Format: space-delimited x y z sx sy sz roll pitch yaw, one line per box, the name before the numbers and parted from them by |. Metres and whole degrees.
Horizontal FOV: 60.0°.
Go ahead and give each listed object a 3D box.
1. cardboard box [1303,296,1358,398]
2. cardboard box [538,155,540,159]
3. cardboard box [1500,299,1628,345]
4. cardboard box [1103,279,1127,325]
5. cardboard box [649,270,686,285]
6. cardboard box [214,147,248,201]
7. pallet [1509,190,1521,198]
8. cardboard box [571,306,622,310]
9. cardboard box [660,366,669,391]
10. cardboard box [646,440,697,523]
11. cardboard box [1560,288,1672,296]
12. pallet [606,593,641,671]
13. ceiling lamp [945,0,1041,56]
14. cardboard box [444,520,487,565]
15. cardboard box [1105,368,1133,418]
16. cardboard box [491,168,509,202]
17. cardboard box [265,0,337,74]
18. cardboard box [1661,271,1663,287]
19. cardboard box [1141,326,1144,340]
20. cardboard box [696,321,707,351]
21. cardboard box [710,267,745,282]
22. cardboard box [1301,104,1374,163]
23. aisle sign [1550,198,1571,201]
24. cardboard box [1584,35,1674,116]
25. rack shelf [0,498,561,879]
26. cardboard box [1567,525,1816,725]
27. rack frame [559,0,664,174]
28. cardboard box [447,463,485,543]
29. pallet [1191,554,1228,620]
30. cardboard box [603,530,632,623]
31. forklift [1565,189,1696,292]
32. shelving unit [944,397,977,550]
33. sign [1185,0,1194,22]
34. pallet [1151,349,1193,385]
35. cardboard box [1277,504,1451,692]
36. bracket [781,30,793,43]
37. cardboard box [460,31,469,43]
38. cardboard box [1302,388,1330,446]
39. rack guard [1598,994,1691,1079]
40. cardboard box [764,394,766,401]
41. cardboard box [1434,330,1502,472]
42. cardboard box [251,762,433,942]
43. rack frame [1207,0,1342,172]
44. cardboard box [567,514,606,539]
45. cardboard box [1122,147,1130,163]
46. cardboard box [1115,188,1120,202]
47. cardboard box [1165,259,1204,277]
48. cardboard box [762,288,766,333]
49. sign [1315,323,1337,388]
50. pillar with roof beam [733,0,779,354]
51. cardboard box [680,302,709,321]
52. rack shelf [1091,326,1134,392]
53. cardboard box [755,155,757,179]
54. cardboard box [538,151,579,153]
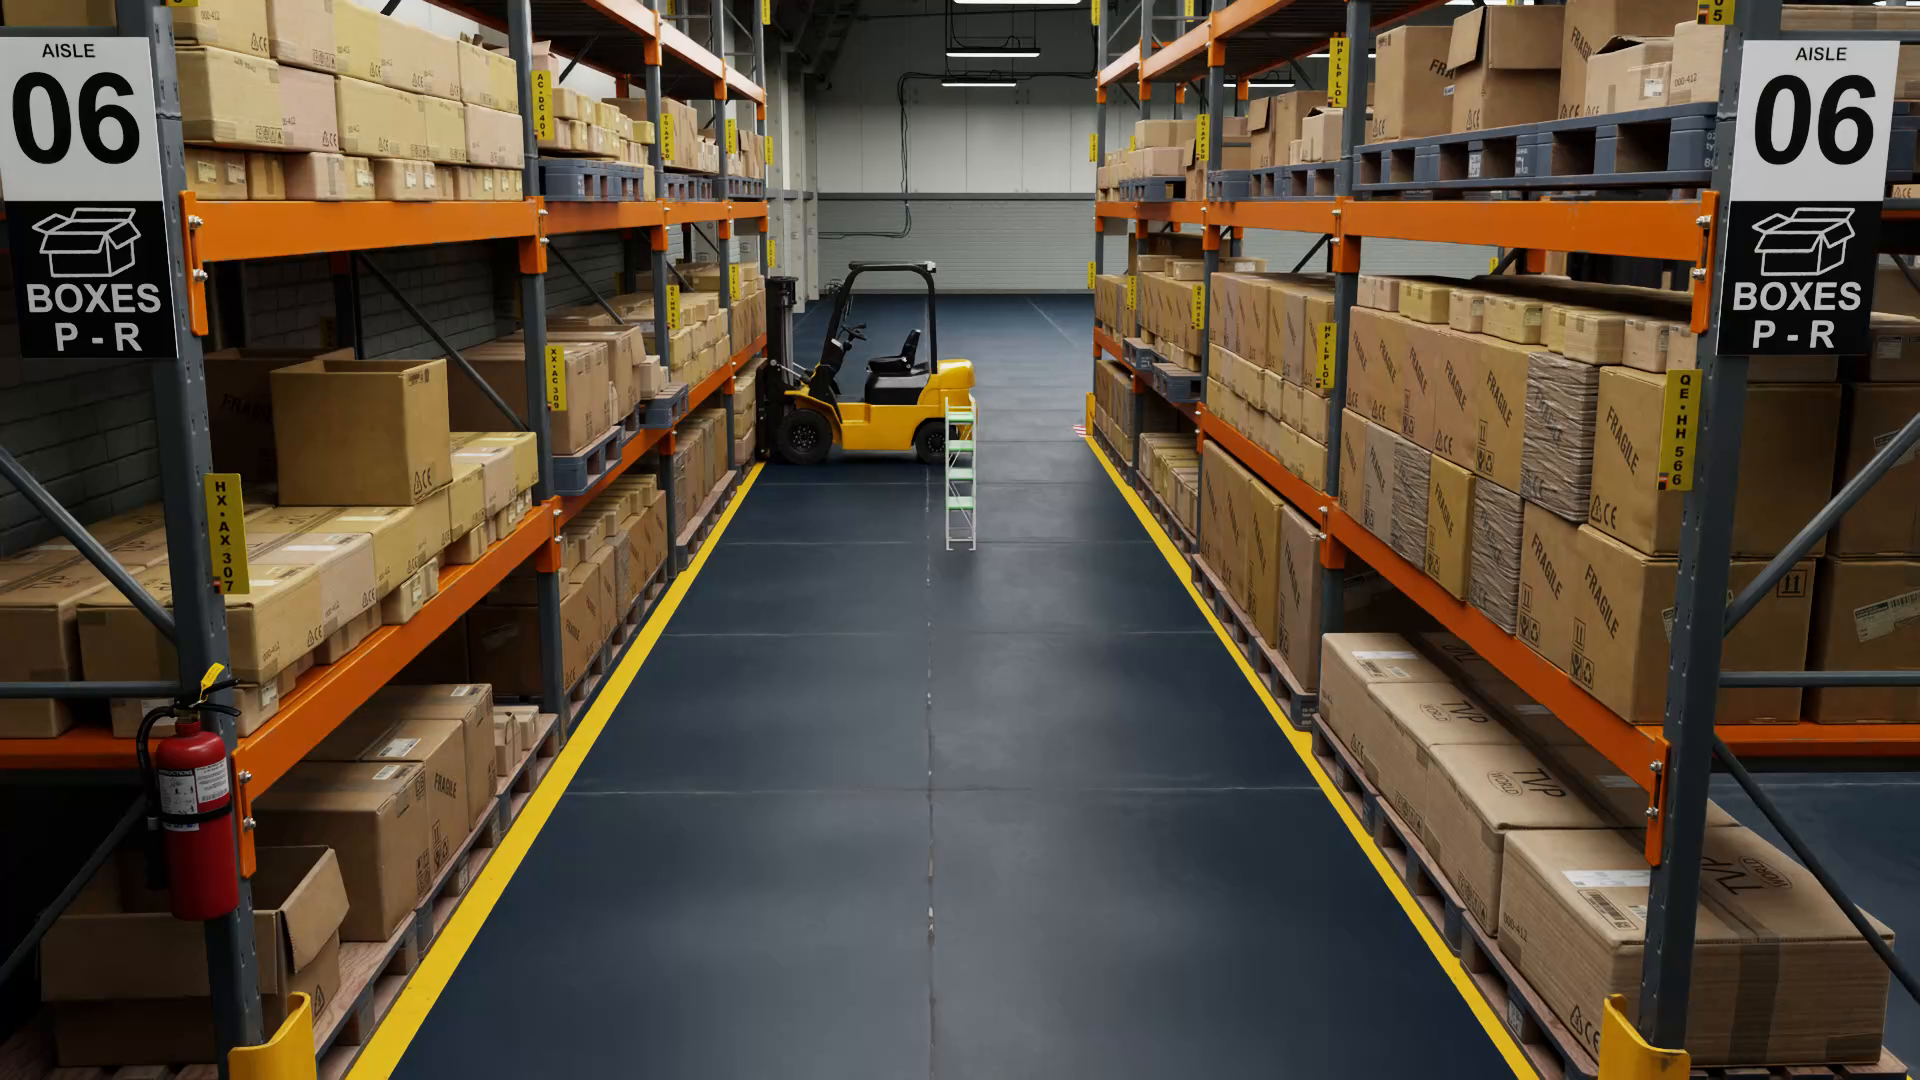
cardboard box | 2.130 -1.031 8.831 0.500 0.500 0.500 0 11 1
cardboard box | -2.943 -2.545 10.889 0.380 0.149 0.250 0 11 -2
cardboard box | 2.184 -0.790 6.011 0.380 0.149 0.250 0 11 0
cardboard box | 1.901 -2.685 18.750 0.500 0.500 0.500 0 11 -2
cardboard box | -3.082 -2.752 17.449 0.380 0.149 0.250 0 11 -2
cardboard box | -2.295 -1.051 4.784 0.380 0.149 0.250 0 11 0
pallet | 7.115 -4.109 19.449 1.003 0.211 1.213 0 11 -1
cardboard box | -3.016 -1.862 13.812 0.380 0.149 0.250 0 11 -2
cardboard box | -2.257 -1.132 11.670 0.380 0.149 0.250 0 11 0
cardboard box | -2.675 -0.474 13.769 0.875 0.625 0.625 0 11 1
cardboard box | 2.678 -0.947 6.785 0.380 0.149 0.250 0 11 -2
pallet | -2.655 0.579 10.675 1.003 0.211 1.213 0 11 -1
ceiling lamp | 0.690 -11.831 35.063 2.000 3.185 0.800 0 11 -1
cardboard box | -2.245 0.008 7.105 0.380 0.149 0.250 0 11 -2
cardboard box | 1.901 -1.646 18.600 0.500 0.500 0.500 0 11 0
cardboard box | -2.267 -1.611 7.544 0.380 0.149 0.250 0 11 -1
cardboard box | -2.239 -1.566 5.060 0.500 0.250 0.500 0 11 -2
cardboard box | 7.199 -2.711 16.786 0.875 0.550 0.550 0 11 -1
cardboard box | 1.921 -1.966 15.782 0.380 0.149 0.250 0 11 0
cardboard box | -2.457 -1.744 14.232 0.500 0.250 0.500 0 11 0
cardboard box | -2.564 -2.906 18.208 0.380 0.149 0.250 0 11 0
cardboard box | 2.162 -2.211 9.036 0.500 0.311 0.500 0 11 -1
aisle sign | 7.388 -4.120 20.282 0.394 0.787 0.004 0 11 -1
cardboard box | 2.492 -1.588 5.715 0.500 0.311 0.500 0 11 0
rack shelf | -2.531 0.367 6.515 1.077 0.370 4.000 0 11 -1
cardboard box | 2.199 0.247 5.046 0.500 0.500 0.500 0 11 -1
rack frame | -2.655 -4.118 11.726 1.000 3.000 0.127 0 11 -1
cardboard box | -2.295 -0.157 6.915 0.500 0.250 0.500 0 11 -2
pallet | 2.249 0.324 11.930 1.003 0.211 1.213 0 11 -1
cardboard box | -2.388 0.231 10.608 0.500 0.500 0.500 -1 11 -3
forklift | 5.641 -1.336 13.274 3.031 2.935 1.130 -2 12 -8
shelving unit | 0.003 -0.555 13.778 0.258 1.200 0.503 0 11 -1
sign | 2.698 -6.263 19.552 0.100 0.325 0.005 0 11 -1
pallet | 2.226 -1.499 14.385 1.003 0.211 1.213 0 11 -1
cardboard box | 2.298 0.308 9.283 0.875 0.875 0.875 0 11 1
bracket | -3.715 -10.828 35.744 0.235 0.232 0.430 0 11 -1
cardboard box | -2.647 -2.394 8.306 0.396 0.266 0.258 0 11 -2
cardboard box | 2.138 -0.662 8.900 0.500 0.250 0.500 0 11 -1
rack guard | 2.474 1.621 4.813 1.175 0.500 0.348 0 11 -1
cardboard box | -2.466 -1.574 18.876 0.500 0.250 0.500 0 11 -2
cardboard box | 2.170 -0.545 6.436 0.500 0.500 0.500 0 11 -2
cardboard box | -2.386 1.139 6.131 0.700 0.500 0.500 0 11 1
rack frame | 2.308 -4.140 11.831 1.000 3.000 0.127 0 11 -1
cardboard box | -2.438 -0.067 10.445 0.380 0.149 0.250 0 11 -1
cardboard box | 1.866 -3.949 17.062 0.380 0.149 0.250 0 11 1
cardboard box | 1.902 -3.760 18.137 0.380 0.149 0.250 -1 11 -3
cardboard box | 2.007 -2.403 14.670 0.380 0.149 0.250 0 11 2
cardboard box | -2.547 -2.721 19.675 0.500 0.500 0.500 0 11 -2
sign | 1.848 -0.929 8.380 0.100 0.325 0.005 0 11 -1
pillar with roof beam | 0.349 -7.970 30.710 9.100 9.000 0.548 0 11 -1
cardboard box | -2.369 -1.967 14.328 0.380 0.149 0.250 -1 11 -3
rack shelf | 2.184 -2.040 18.378 1.077 0.370 4.000 0 11 -1
cardboard box | -2.494 -4.214 18.771 0.396 0.266 0.258 0 11 -1
cardboard box | -2.254 -2.148 8.880 0.380 0.149 0.250 0 11 -1
